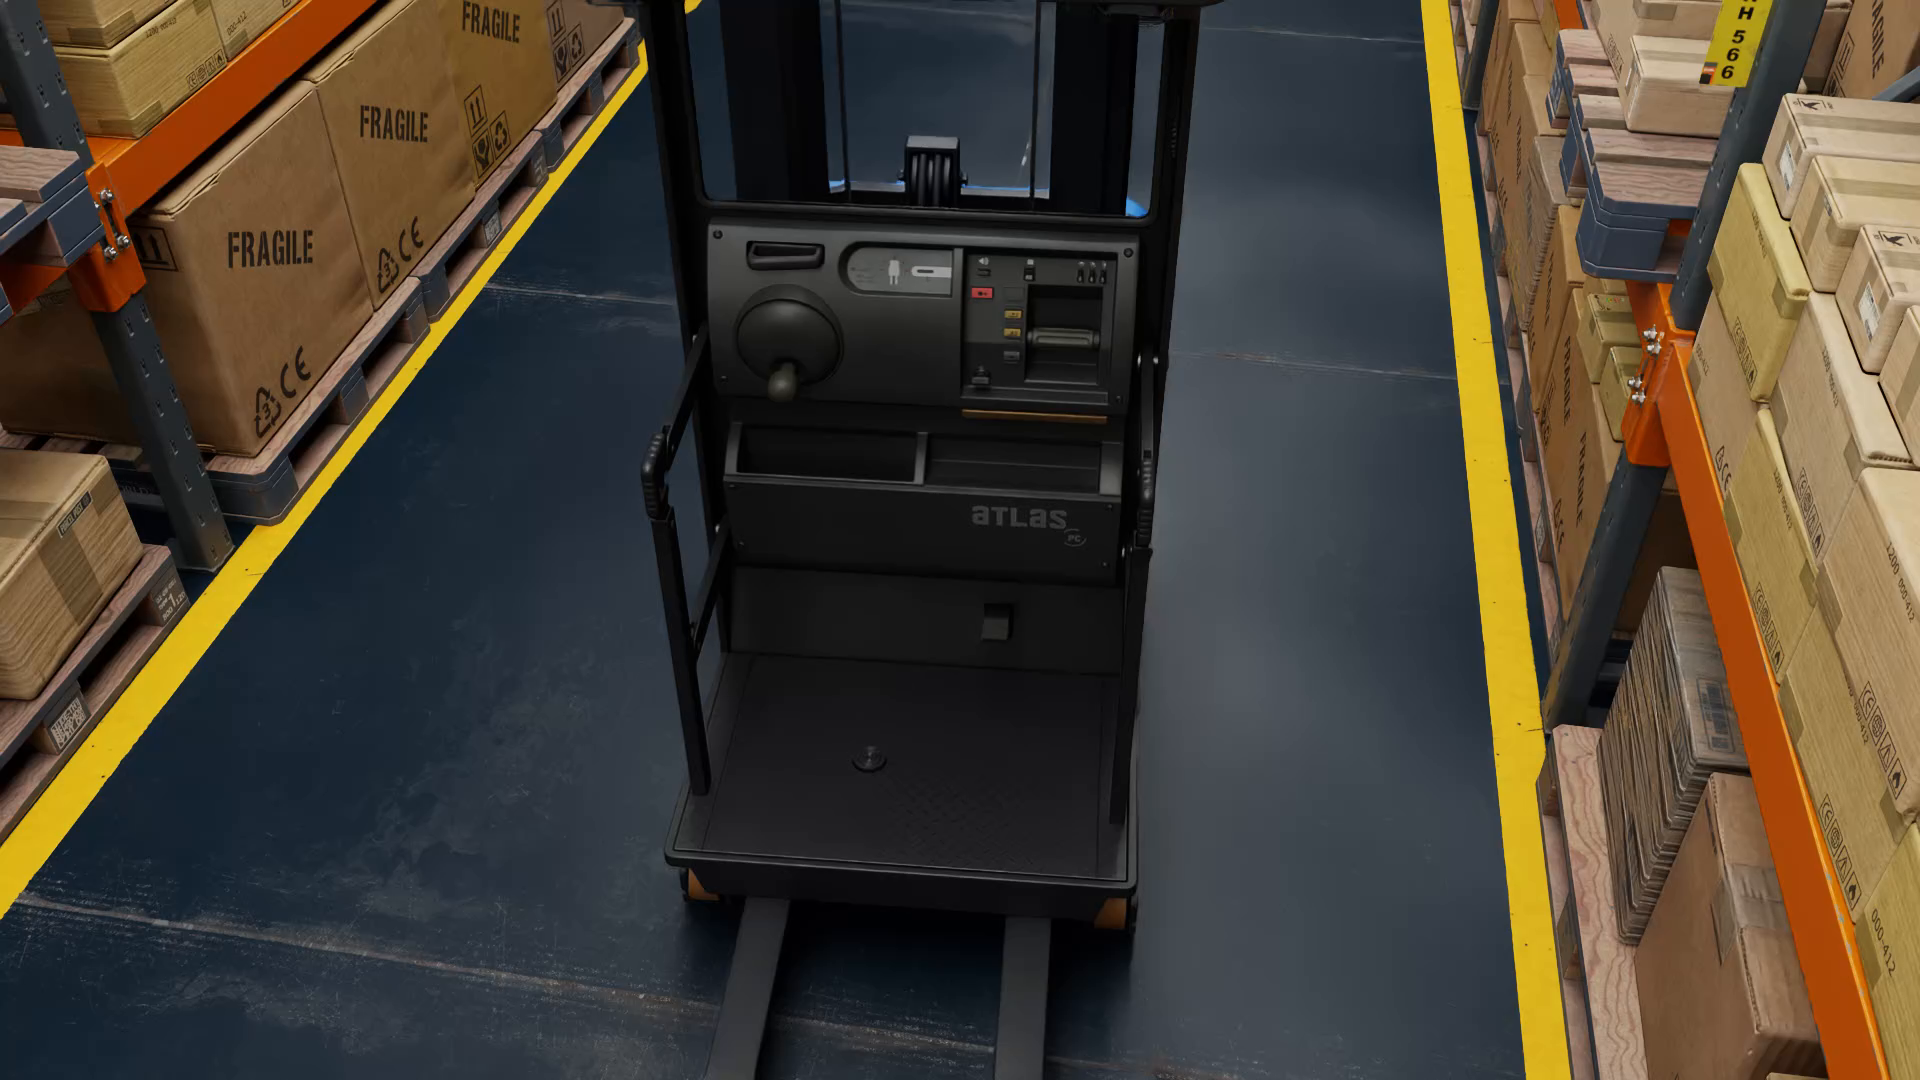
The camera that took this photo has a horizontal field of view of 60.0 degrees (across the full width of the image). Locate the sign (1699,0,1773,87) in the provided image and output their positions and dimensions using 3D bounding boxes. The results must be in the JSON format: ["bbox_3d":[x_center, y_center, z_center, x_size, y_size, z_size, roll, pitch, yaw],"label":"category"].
[{"bbox_3d":[1.581,-1.067,3.339,0.100,0.325,0.005,6,40,8],"label":"sign"}]

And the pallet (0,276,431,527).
[{"bbox_3d":[-2.562,-0.554,5.754,1.003,0.211,1.213,6,40,8],"label":"pallet"}]

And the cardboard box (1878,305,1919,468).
[{"bbox_3d":[1.675,-0.221,2.575,0.380,0.149,0.250,7,40,8],"label":"cardboard box"}]

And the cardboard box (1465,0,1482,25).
[{"bbox_3d":[2.616,-2.552,7.891,0.380,0.149,0.250,5,40,6],"label":"cardboard box"}]

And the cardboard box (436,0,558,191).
[{"bbox_3d":[-2.257,-2.030,6.689,0.875,0.875,0.875,7,40,9],"label":"cardboard box"}]

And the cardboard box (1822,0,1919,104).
[{"bbox_3d":[2.360,-1.103,3.822,0.500,0.500,0.500,8,40,10],"label":"cardboard box"}]

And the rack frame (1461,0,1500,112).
[{"bbox_3d":[2.809,-3.107,6.654,1.000,3.000,0.127,6,40,8],"label":"rack frame"}]

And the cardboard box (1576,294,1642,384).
[{"bbox_3d":[1.970,-0.558,4.694,0.380,0.149,0.250,4,40,5],"label":"cardboard box"}]

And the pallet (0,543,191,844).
[{"bbox_3d":[-2.909,0.423,4.573,1.003,0.211,1.213,6,40,8],"label":"pallet"}]

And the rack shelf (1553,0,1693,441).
[{"bbox_3d":[2.463,-1.575,5.365,1.077,0.370,4.000,6,40,8],"label":"rack shelf"}]

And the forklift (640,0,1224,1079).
[{"bbox_3d":[-0.101,-0.401,3.435,1.130,2.935,3.031,3,40,4],"label":"forklift"}]

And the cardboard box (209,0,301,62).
[{"bbox_3d":[-2.368,-1.688,5.055,0.500,0.250,0.500,5,40,6],"label":"cardboard box"}]

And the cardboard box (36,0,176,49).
[{"bbox_3d":[-2.441,-1.568,4.517,0.500,0.250,0.500,6,40,7],"label":"cardboard box"}]

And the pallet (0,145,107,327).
[{"bbox_3d":[-2.791,-0.609,3.783,1.213,0.211,1.003,6,40,8],"label":"pallet"}]

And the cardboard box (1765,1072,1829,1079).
[{"bbox_3d":[1.774,1.380,2.761,0.875,0.625,0.625,5,40,6],"label":"cardboard box"}]

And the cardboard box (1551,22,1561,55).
[{"bbox_3d":[2.446,-1.842,6.247,0.380,0.149,0.250,6,40,7],"label":"cardboard box"}]

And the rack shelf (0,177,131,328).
[{"bbox_3d":[-3.119,0.391,2.988,1.077,0.370,4.000,6,40,8],"label":"rack shelf"}]

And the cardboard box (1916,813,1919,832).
[{"bbox_3d":[1.540,0.484,2.036,0.500,0.250,0.500,7,40,8],"label":"cardboard box"}]

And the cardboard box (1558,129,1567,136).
[{"bbox_3d":[2.321,-1.534,5.874,0.380,0.149,0.250,8,40,9],"label":"cardboard box"}]

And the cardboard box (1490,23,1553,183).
[{"bbox_3d":[2.421,-1.692,6.574,0.500,0.500,0.500,6,40,7],"label":"cardboard box"}]

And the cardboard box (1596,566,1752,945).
[{"bbox_3d":[1.996,0.546,3.769,0.875,0.625,0.625,8,40,9],"label":"cardboard box"}]

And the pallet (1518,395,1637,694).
[{"bbox_3d":[2.283,0.013,5.068,1.003,0.211,1.213,6,40,8],"label":"pallet"}]

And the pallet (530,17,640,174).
[{"bbox_3d":[-2.140,-2.085,7.606,1.003,0.211,1.213,6,40,8],"label":"pallet"}]

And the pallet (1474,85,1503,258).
[{"bbox_3d":[2.706,-1.518,6.920,1.003,0.211,1.213,6,40,8],"label":"pallet"}]

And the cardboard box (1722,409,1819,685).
[{"bbox_3d":[1.708,0.027,2.980,0.500,0.250,0.500,6,40,7],"label":"cardboard box"}]

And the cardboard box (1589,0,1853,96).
[{"bbox_3d":[1.981,-1.399,4.376,0.500,0.250,0.500,5,40,6],"label":"cardboard box"}]

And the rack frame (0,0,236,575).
[{"bbox_3d":[-2.772,-1.142,4.277,1.000,3.000,0.127,6,40,8],"label":"rack frame"}]

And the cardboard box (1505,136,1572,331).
[{"bbox_3d":[2.235,-1.054,5.803,0.500,0.500,0.500,5,40,6],"label":"cardboard box"}]

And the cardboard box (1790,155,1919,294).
[{"bbox_3d":[1.727,-0.550,2.974,0.380,0.149,0.250,7,40,9],"label":"cardboard box"}]

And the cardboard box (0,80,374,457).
[{"bbox_3d":[-2.571,-0.909,5.334,0.875,0.875,0.875,6,40,7],"label":"cardboard box"}]

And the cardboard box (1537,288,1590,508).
[{"bbox_3d":[2.075,-0.397,5.009,0.500,0.500,0.500,6,40,7],"label":"cardboard box"}]

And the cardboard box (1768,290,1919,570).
[{"bbox_3d":[1.712,-0.166,2.822,0.500,0.250,0.500,8,40,9],"label":"cardboard box"}]

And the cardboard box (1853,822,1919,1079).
[{"bbox_3d":[1.534,0.677,2.195,0.500,0.250,0.500,8,40,9],"label":"cardboard box"}]

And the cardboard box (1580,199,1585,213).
[{"bbox_3d":[2.192,-1.036,5.272,0.380,0.149,0.250,6,40,7],"label":"cardboard box"}]

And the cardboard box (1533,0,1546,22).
[{"bbox_3d":[2.513,-2.178,6.653,0.380,0.149,0.250,5,40,6],"label":"cardboard box"}]
